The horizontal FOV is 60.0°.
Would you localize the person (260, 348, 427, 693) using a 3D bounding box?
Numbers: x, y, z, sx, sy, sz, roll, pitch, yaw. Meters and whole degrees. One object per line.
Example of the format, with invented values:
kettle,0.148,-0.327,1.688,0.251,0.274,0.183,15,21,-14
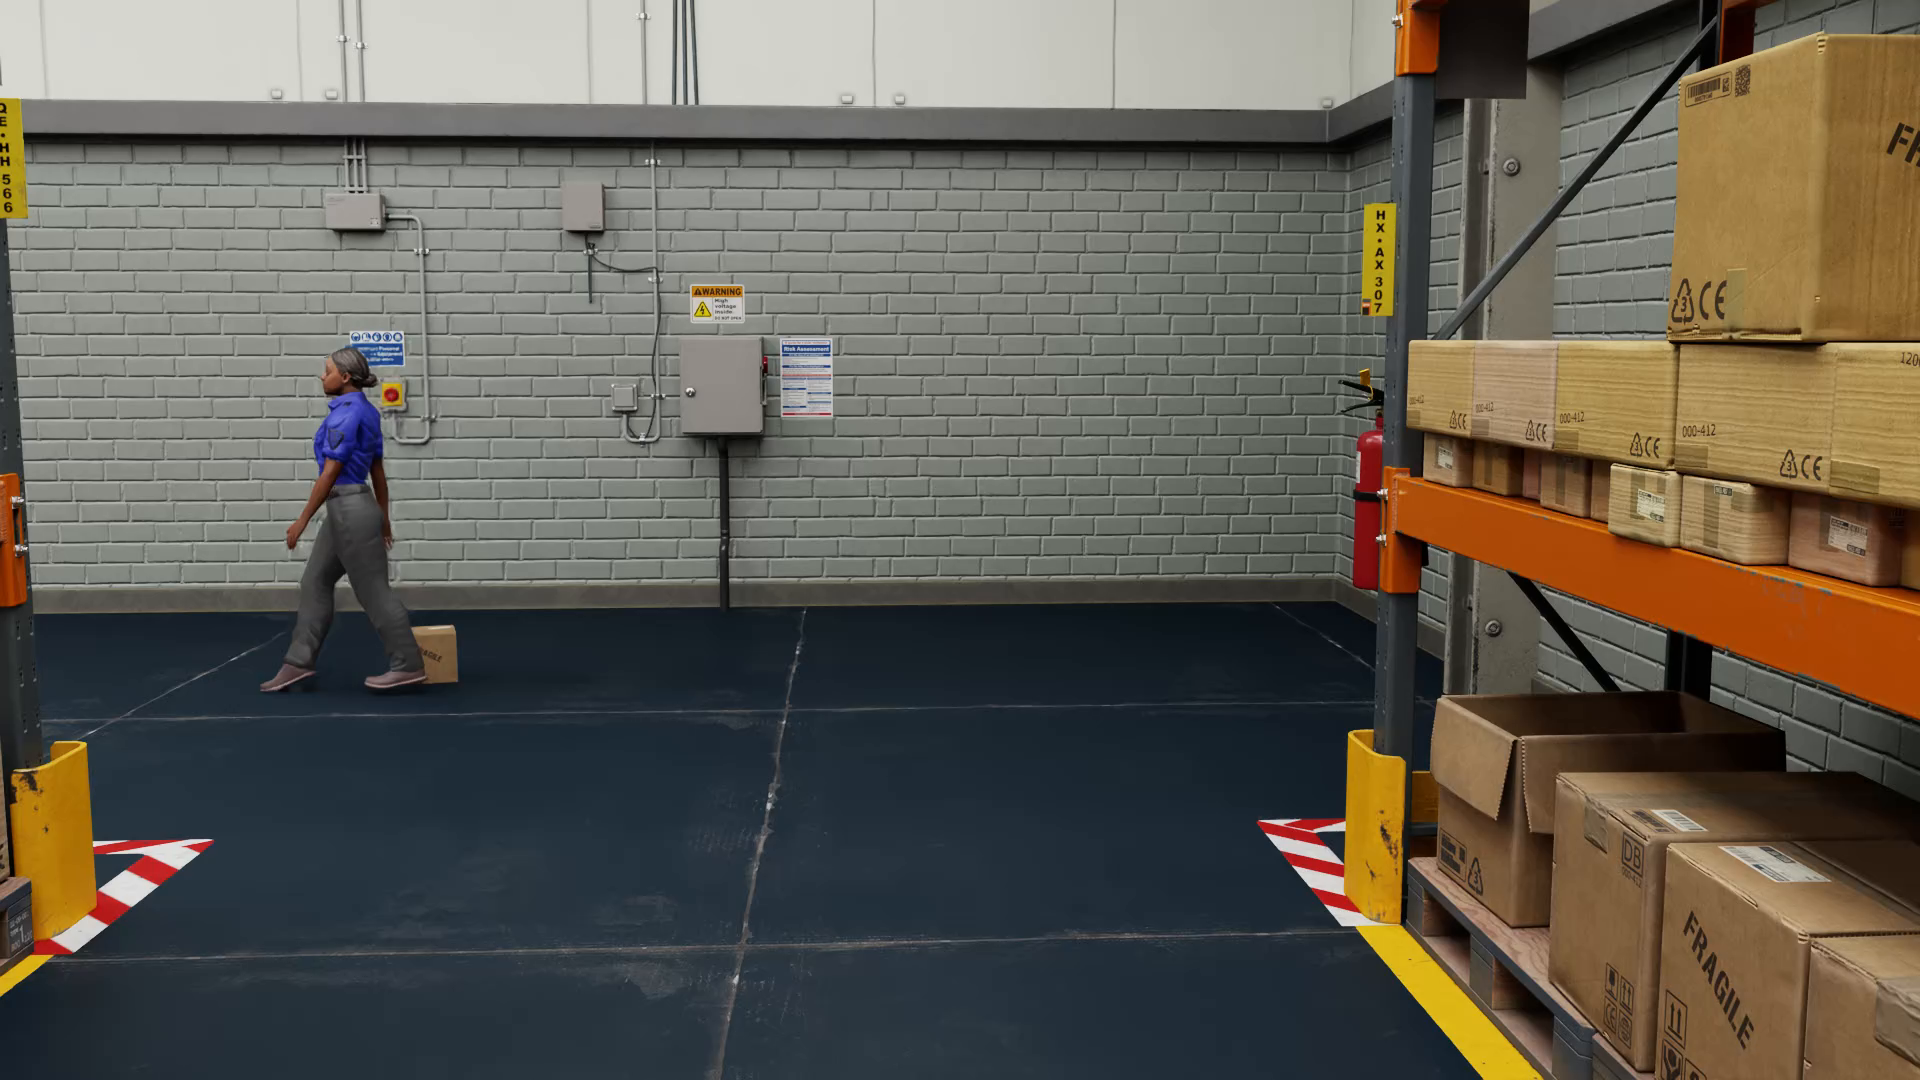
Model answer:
person,-2.979,-0.076,7.910,0.806,1.667,0.488,-1,7,-10
